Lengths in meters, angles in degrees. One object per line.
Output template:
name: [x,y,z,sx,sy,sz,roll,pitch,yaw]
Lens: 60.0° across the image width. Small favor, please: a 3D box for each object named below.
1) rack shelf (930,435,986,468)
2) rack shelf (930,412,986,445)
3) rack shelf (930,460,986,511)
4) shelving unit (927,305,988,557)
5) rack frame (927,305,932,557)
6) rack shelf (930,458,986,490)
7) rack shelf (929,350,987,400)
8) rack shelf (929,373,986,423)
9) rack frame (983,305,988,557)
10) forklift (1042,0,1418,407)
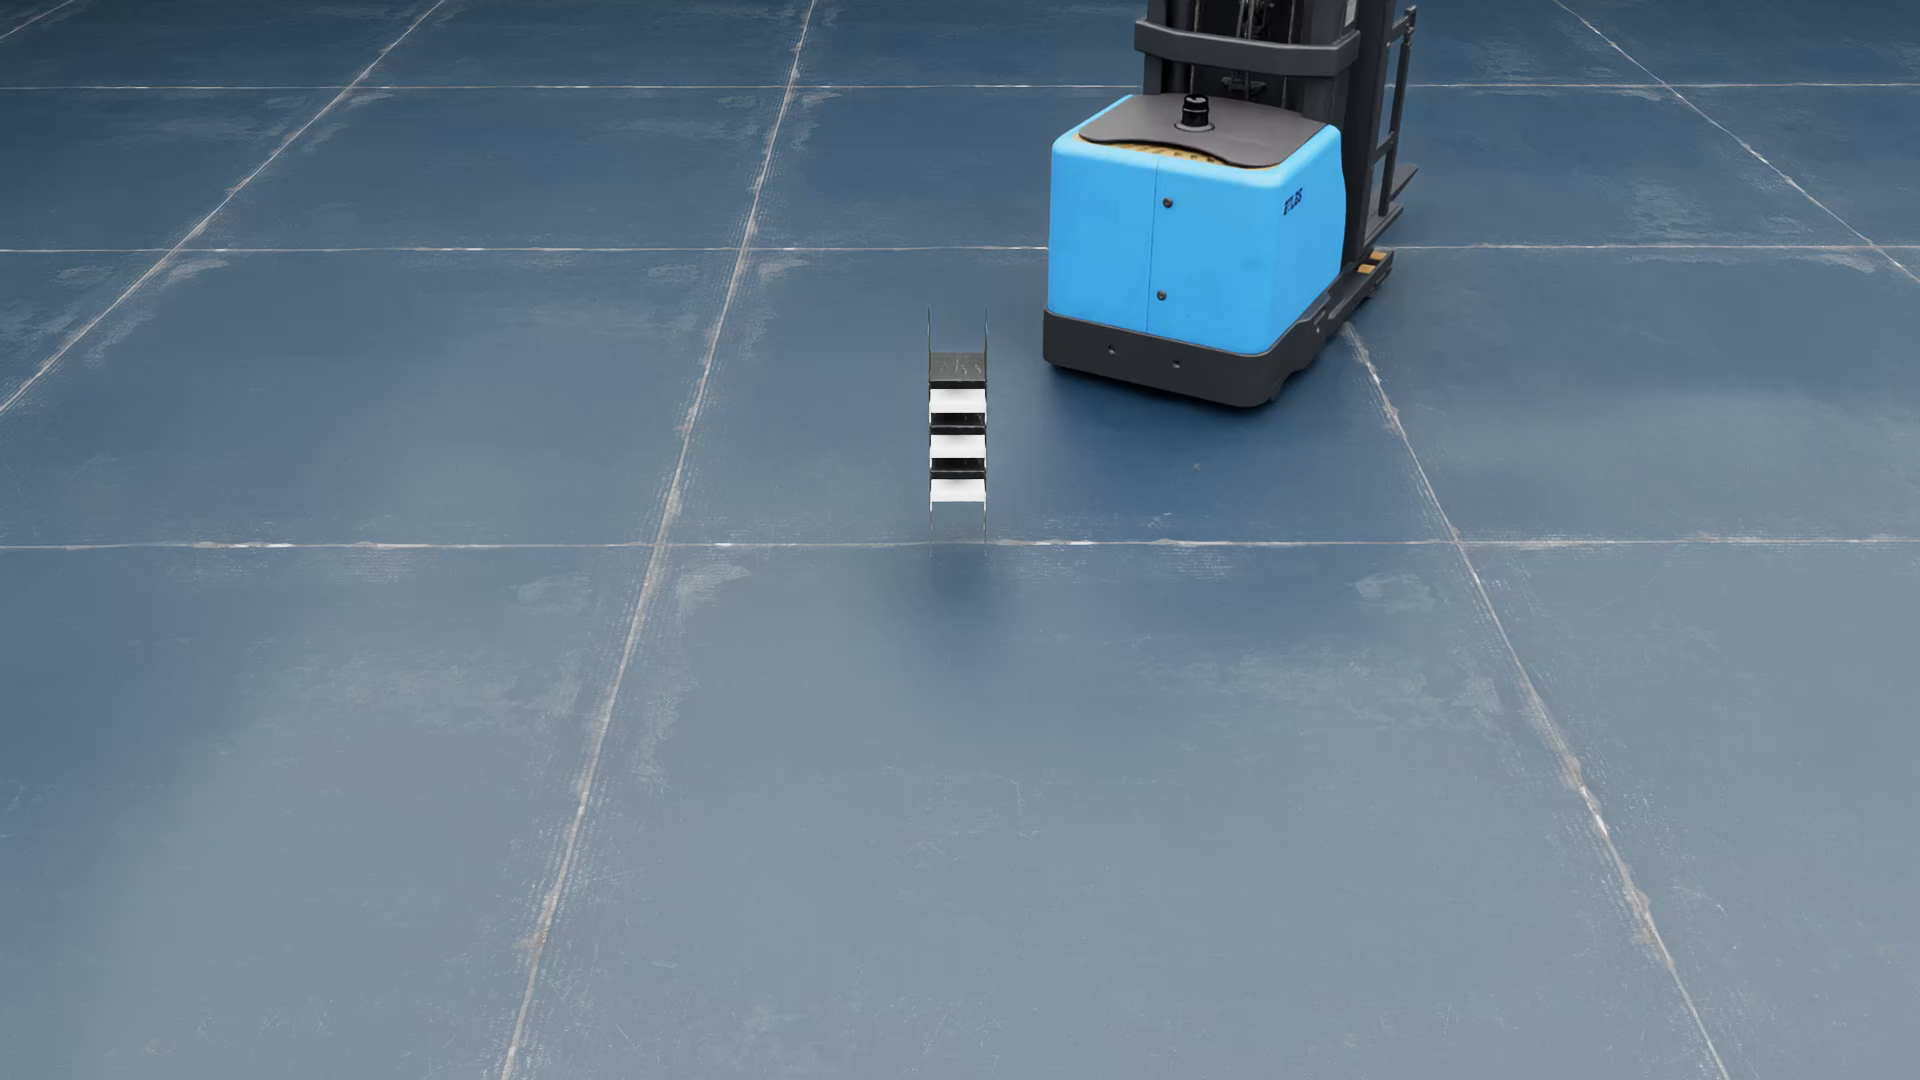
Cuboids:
rack shelf: [-0.008,-0.356,6.034,0.200,0.077,0.258,0,31,0]
rack shelf: [-0.008,-0.433,5.987,0.200,0.077,0.258,0,31,0]
rack shelf: [-0.008,-0.202,6.127,0.200,0.077,0.258,0,31,0]
shelving unit: [-0.008,-0.385,6.017,0.210,0.900,0.258,0,31,0]
rack frame: [-0.110,-0.384,6.016,0.006,0.900,0.240,0,31,0]
rack shelf: [-0.008,-0.279,6.081,0.200,0.077,0.258,0,31,0]
rack shelf: [-0.008,-0.587,5.894,0.200,0.077,0.258,0,31,0]
rack shelf: [-0.008,-0.510,5.940,0.200,0.077,0.258,0,31,0]
rack frame: [0.094,-0.385,6.017,0.006,0.900,0.240,0,31,0]
forklift: [1.524,-2.551,7.630,1.130,2.935,3.031,16,35,24]
